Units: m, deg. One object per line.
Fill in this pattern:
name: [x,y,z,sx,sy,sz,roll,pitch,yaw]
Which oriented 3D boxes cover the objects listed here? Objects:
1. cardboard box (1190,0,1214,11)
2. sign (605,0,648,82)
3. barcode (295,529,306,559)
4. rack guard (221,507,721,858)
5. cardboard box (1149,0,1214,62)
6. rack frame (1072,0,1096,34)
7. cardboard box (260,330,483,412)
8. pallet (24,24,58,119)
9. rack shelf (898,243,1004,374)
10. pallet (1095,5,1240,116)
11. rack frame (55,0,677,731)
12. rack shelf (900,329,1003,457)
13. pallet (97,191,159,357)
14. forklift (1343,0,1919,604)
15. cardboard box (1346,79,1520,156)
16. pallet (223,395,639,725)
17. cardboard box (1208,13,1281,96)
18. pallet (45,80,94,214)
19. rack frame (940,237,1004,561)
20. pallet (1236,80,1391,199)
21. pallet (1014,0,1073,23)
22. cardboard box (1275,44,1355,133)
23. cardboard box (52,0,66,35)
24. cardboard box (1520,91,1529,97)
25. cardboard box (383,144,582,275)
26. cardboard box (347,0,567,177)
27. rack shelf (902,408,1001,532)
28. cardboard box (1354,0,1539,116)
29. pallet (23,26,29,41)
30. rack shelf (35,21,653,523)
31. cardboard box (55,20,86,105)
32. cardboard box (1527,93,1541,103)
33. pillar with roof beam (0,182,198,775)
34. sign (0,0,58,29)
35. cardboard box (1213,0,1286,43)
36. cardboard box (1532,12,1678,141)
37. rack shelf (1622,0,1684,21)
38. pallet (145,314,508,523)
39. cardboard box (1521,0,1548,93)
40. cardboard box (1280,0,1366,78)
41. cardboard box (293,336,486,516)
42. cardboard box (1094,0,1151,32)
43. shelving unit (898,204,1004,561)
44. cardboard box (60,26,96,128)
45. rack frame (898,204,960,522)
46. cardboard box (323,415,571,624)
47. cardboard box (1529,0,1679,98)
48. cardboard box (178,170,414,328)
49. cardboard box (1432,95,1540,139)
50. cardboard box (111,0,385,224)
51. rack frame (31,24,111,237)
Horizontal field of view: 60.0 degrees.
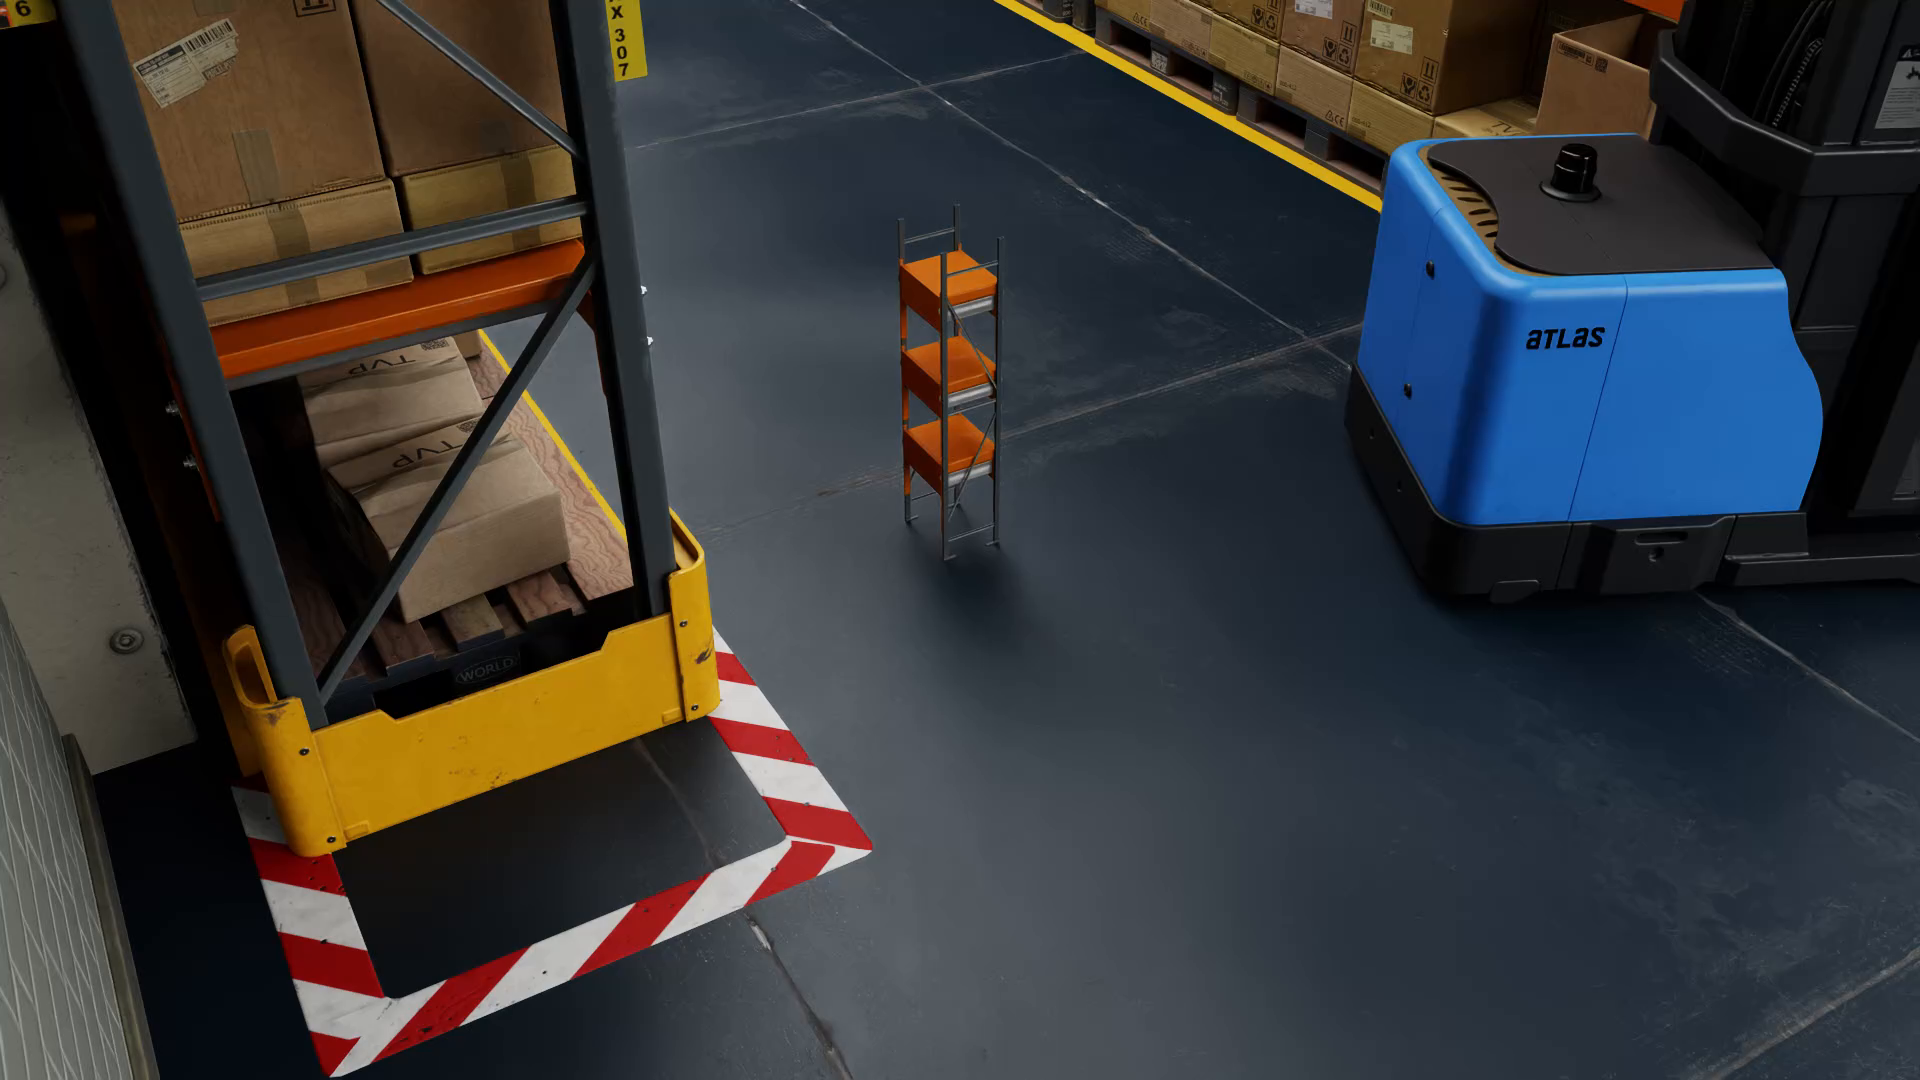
cardboard box: [1.295,-2.914,8.036,0.500,0.500,0.500,-19,40,-24]
sign: [-0.728,-1.135,3.527,0.100,0.325,0.005,-19,40,-24]
barcode: [-1.822,0.010,4.592,0.001,0.075,0.075,-19,40,-24]
rack guard: [-1.235,0.346,4.352,1.175,0.500,0.348,-19,40,-24]
cardboard box: [1.292,-2.610,8.256,0.500,0.250,0.500,-19,40,-24]
rack frame: [1.074,-4.134,8.367,1.000,3.000,0.127,-19,40,-24]
cardboard box: [-2.079,-0.852,5.619,0.700,0.500,0.500,-22,41,-27]
pallet: [-4.216,-2.558,8.573,1.003,0.211,1.213,-19,40,-24]
rack shelf: [-0.027,-0.672,4.817,0.215,0.259,0.240,-19,40,-24]
pallet: [1.438,-2.590,8.617,1.003,0.211,1.213,-19,40,-24]
rack frame: [-1.197,-0.624,3.562,1.000,3.000,0.127,-19,40,-24]
rack shelf: [-0.027,-0.443,4.984,0.215,0.259,0.240,-19,40,-24]
pallet: [-2.839,-1.206,6.722,1.003,0.211,1.213,-19,40,-24]
forklift: [2.851,-1.340,4.599,3.031,2.935,1.130,-3,36,-4]
cardboard box: [2.045,-1.845,7.208,0.500,0.250,0.500,-19,40,-24]
pallet: [-1.613,0.038,5.019,1.003,0.211,1.213,-19,40,-24]
cardboard box: [1.539,-2.354,7.905,0.500,0.250,0.500,-19,40,-24]
pallet: [-3.599,-1.935,7.720,1.003,0.211,1.213,-19,40,-24]
rack frame: [0.034,-0.389,4.893,0.200,1.050,0.008,-19,40,-24]
pallet: [2.055,-1.967,7.764,1.003,0.211,1.213,-19,40,-24]
pallet: [0.671,-3.372,9.688,1.003,0.211,1.213,-19,40,-24]
cardboard box: [1.795,-2.101,7.558,0.500,0.250,0.500,-19,40,-24]
cardboard box: [-2.126,-1.574,4.336,0.500,0.500,0.500,-20,41,-25]
cardboard box: [2.502,-2.002,7.423,0.500,0.250,0.500,-19,40,-24]
cardboard box: [-1.168,-0.915,4.070,0.500,0.250,0.500,-20,41,-25]
cardboard box: [-1.177,-1.207,3.834,0.500,0.500,0.500,-19,40,-24]
rack shelf: [-0.027,-0.218,5.148,0.215,0.259,0.240,-19,40,-24]
cardboard box: [2.042,-2.147,6.986,0.500,0.500,0.500,-19,40,-24]
pallet: [-4.825,-3.179,9.424,1.003,0.211,1.213,-19,40,-24]
rack shelf: [-2.202,-1.354,5.170,1.077,0.370,4.000,-19,40,-24]
cardboard box: [-2.382,-1.526,4.907,0.500,0.250,0.500,-18,40,-23]
cardboard box: [2.753,-1.747,7.073,0.500,0.250,0.500,-19,40,-24]
pillar with roof beam: [1.426,-4.423,3.677,9.100,9.000,0.400,-19,40,-24]
sign: [-1.687,-1.065,2.916,0.100,0.325,0.005,-19,40,-24]
cardboard box: [1.539,-2.657,7.684,0.500,0.500,0.500,-19,40,-24]
cardboard box: [2.557,-1.641,6.294,0.500,0.500,0.500,-19,40,-24]
rack shelf: [2.079,-2.824,7.183,1.077,0.370,4.000,-19,40,-24]
pallet: [-2.222,-0.583,5.870,1.003,0.211,1.213,-19,40,-24]
cardboard box: [2.492,-2.301,7.197,0.500,0.500,0.500,-19,40,-24]
cardboard box: [1.792,-2.402,7.336,0.500,0.500,0.500,-19,40,-24]
cardboard box: [-1.753,-0.386,5.143,0.500,0.311,0.500,-16,39,-20]
cardboard box: [1.045,-2.867,8.607,0.500,0.250,0.500,-19,40,-24]
shelving unit: [-0.027,-0.451,4.978,0.215,1.050,0.252,-19,40,-24]
cardboard box: [-2.126,-1.269,4.555,0.500,0.250,0.500,-19,40,-24]
rack frame: [-0.088,-0.513,5.063,0.200,1.050,0.008,-19,40,-24]
cardboard box: [-1.467,-0.096,4.745,0.500,0.311,0.500,-24,42,-29]
cardboard box: [2.754,-2.050,6.853,0.500,0.500,0.500,-19,40,-24]
cardboard box: [-1.600,-0.753,3.848,0.500,0.250,0.500,-18,40,-23]
cardboard box: [2.298,-1.591,6.860,0.500,0.250,0.500,-19,40,-24]
cardboard box: [-1.618,-1.052,3.622,0.500,0.500,0.500,-19,40,-24]
rack frame: [-3.207,-2.664,6.355,1.000,3.000,0.127,-19,40,-24]
